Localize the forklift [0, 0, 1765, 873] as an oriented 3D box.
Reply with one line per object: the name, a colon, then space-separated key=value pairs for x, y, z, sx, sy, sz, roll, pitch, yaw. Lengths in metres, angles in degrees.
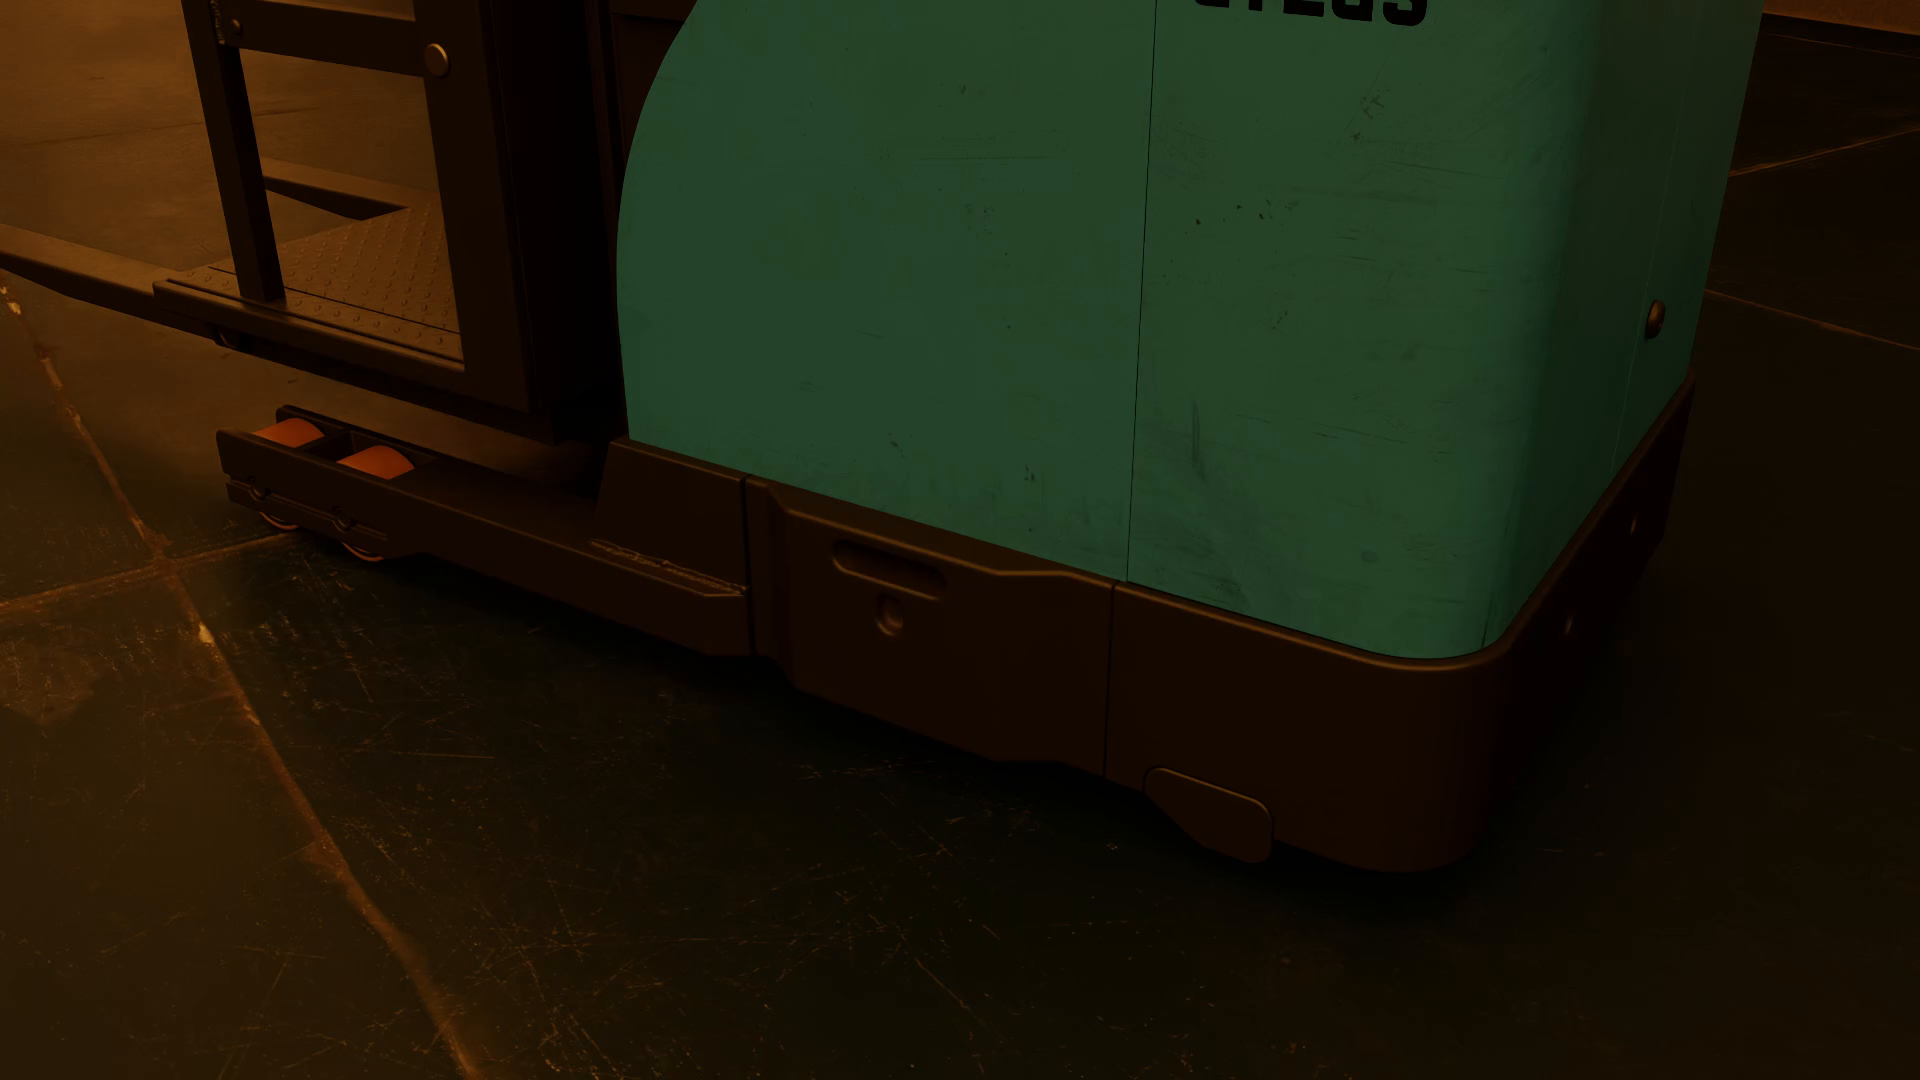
forklift: x=-0.511 y=-1.459 z=2.139 sx=3.031 sy=2.935 sz=1.130 roll=16 pitch=31 yaw=29
